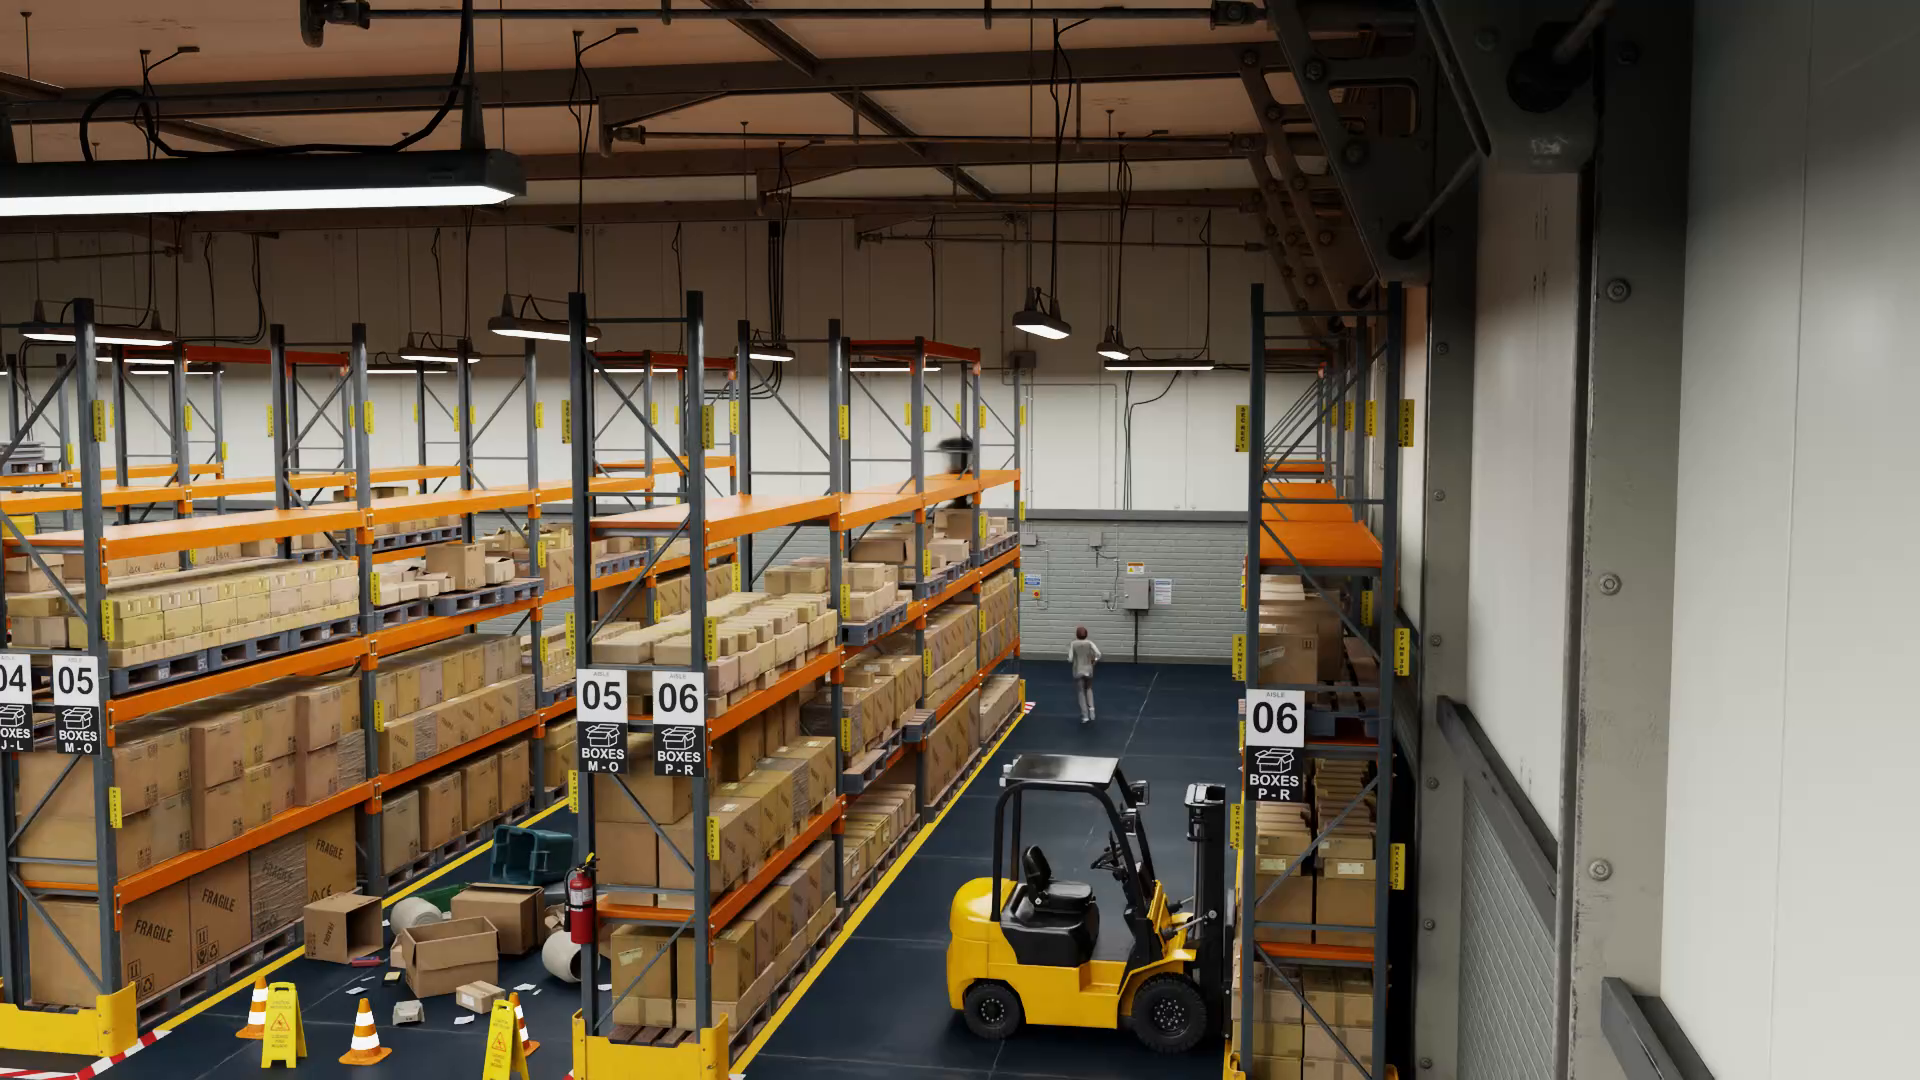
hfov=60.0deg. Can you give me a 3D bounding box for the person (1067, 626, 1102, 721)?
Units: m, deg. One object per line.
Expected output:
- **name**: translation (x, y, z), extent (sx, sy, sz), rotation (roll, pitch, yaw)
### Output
- **person**: translation (2.026, 2.187, 27.307), extent (0.545, 1.565, 0.614), rotation (0, 5, -4)
